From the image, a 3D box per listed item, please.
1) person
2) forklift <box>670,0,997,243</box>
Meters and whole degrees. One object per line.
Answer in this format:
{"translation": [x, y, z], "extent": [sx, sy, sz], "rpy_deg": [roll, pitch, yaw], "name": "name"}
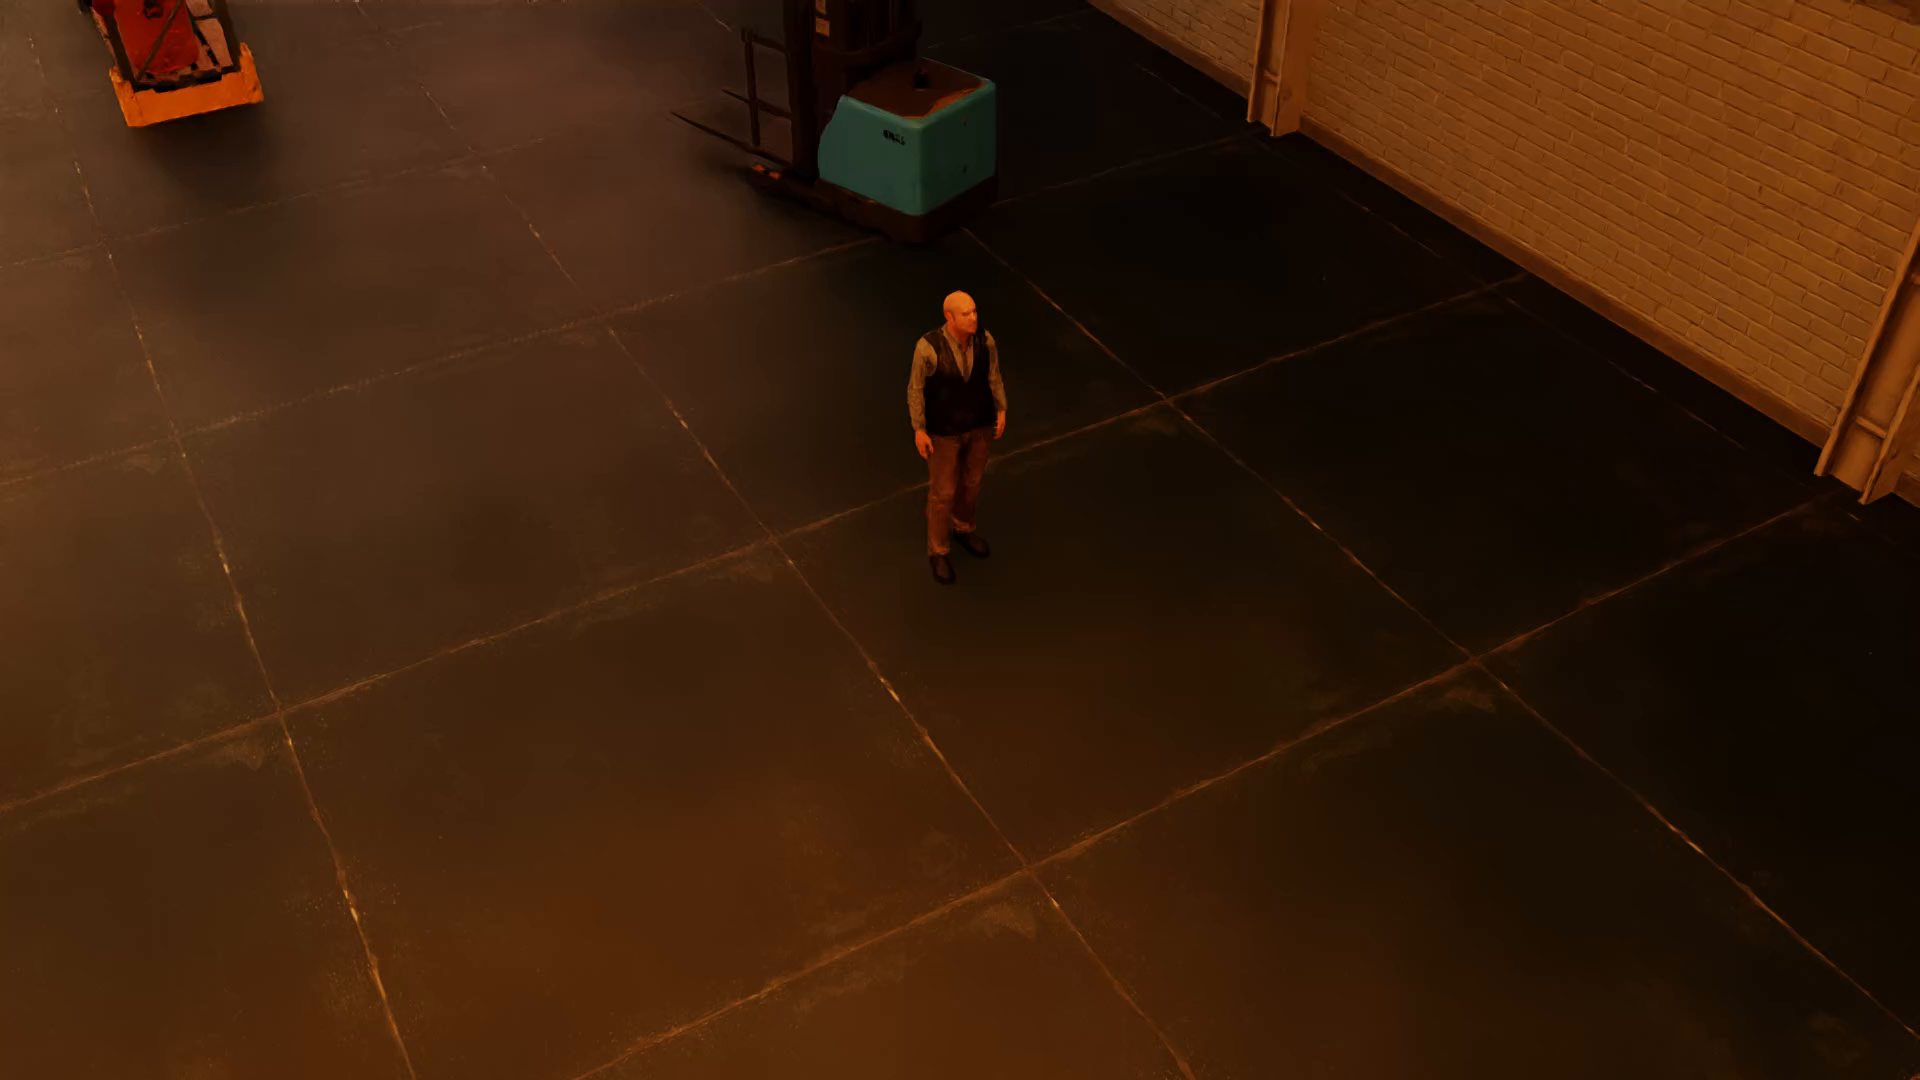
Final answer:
{"translation": [0.024, -0.631, 9.733], "extent": [0.632, 1.720, 0.567], "rpy_deg": [-20, 44, -23], "name": "person"}
{"translation": [-1.154, -4.243, 13.152], "extent": [3.031, 2.935, 1.130], "rpy_deg": [28, 47, 30], "name": "forklift"}
